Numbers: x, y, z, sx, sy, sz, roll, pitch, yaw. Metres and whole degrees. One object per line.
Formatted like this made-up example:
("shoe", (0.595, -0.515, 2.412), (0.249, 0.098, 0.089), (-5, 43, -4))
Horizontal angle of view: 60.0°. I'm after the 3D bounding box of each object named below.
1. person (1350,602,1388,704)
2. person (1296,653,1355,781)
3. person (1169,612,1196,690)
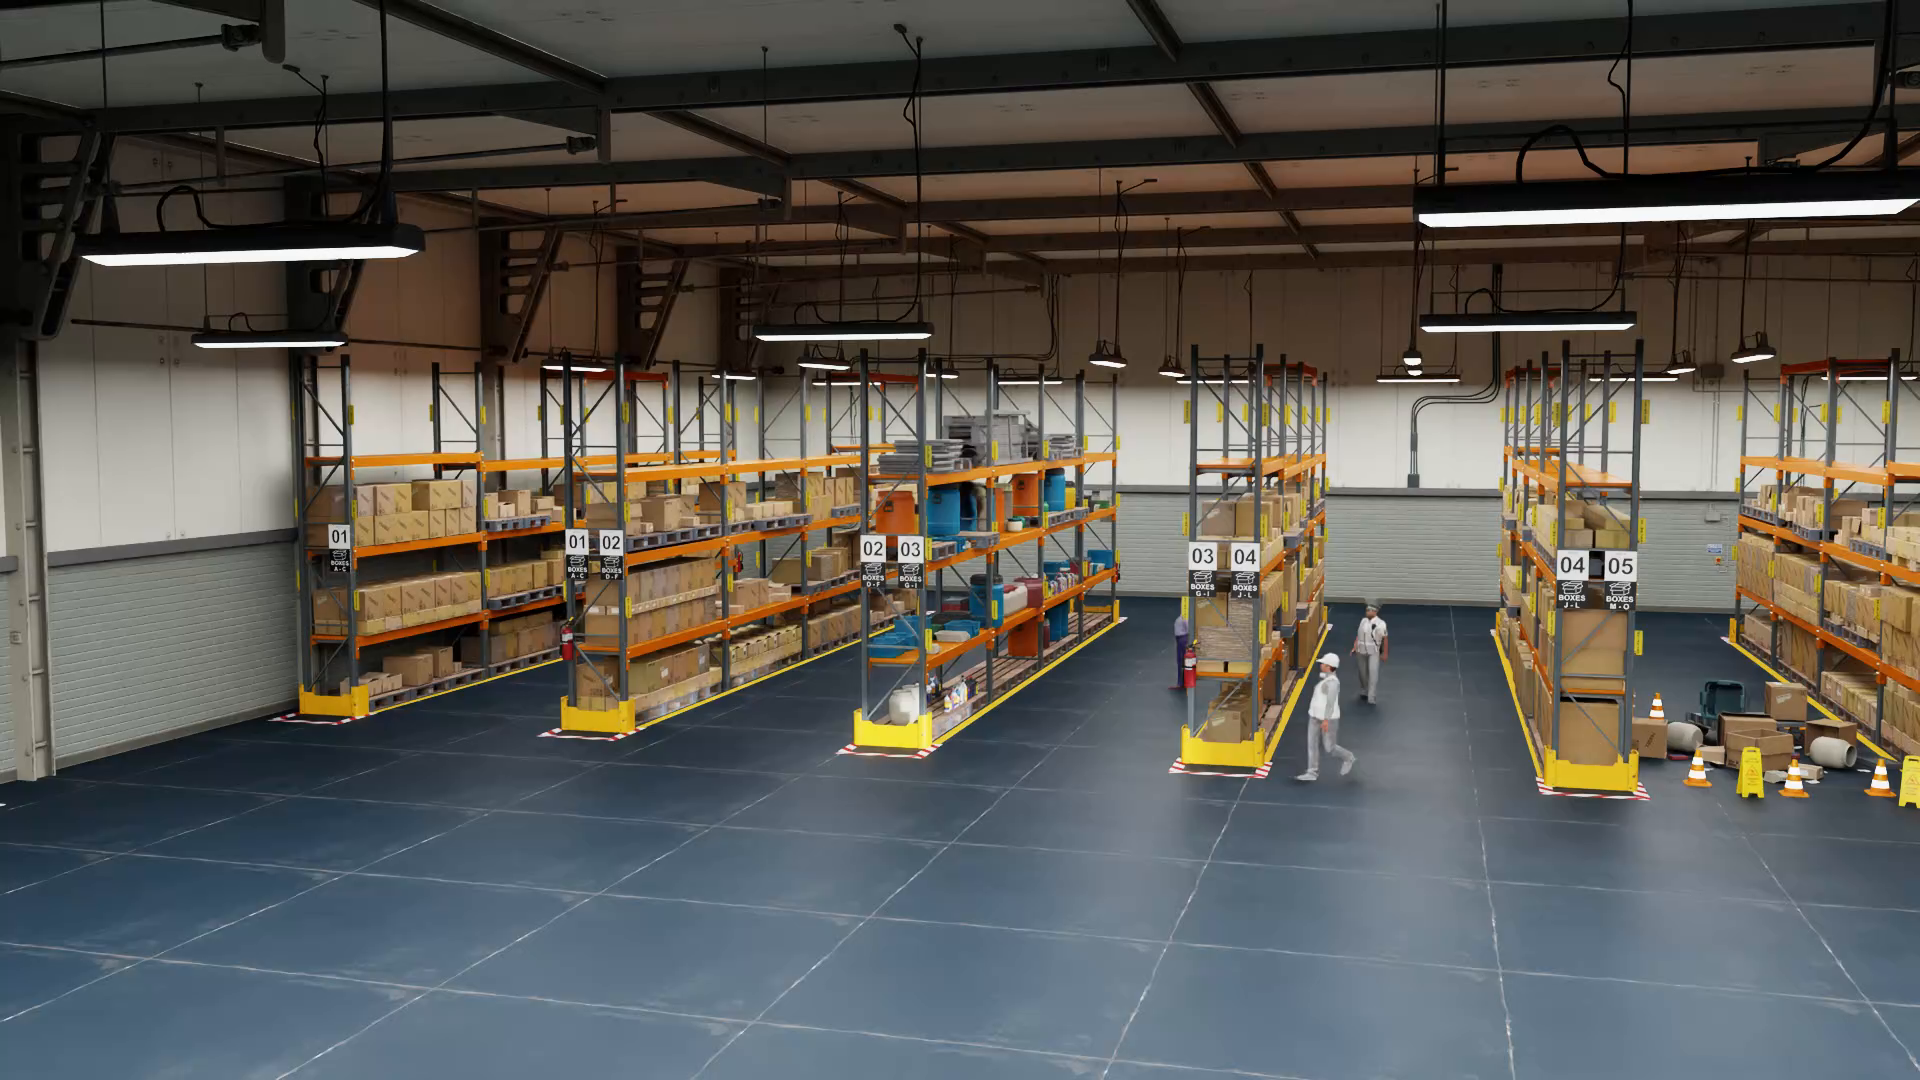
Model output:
("person", (7.167, 1.949, 29.121), (0.650, 1.726, 1.019), (2, 5, 19))
("person", (5.032, 2.420, 22.758), (0.821, 1.757, 0.509), (-3, 5, -34))
("person", (4.079, 1.908, 30.452), (0.482, 1.623, 0.495), (1, 4, 8))
